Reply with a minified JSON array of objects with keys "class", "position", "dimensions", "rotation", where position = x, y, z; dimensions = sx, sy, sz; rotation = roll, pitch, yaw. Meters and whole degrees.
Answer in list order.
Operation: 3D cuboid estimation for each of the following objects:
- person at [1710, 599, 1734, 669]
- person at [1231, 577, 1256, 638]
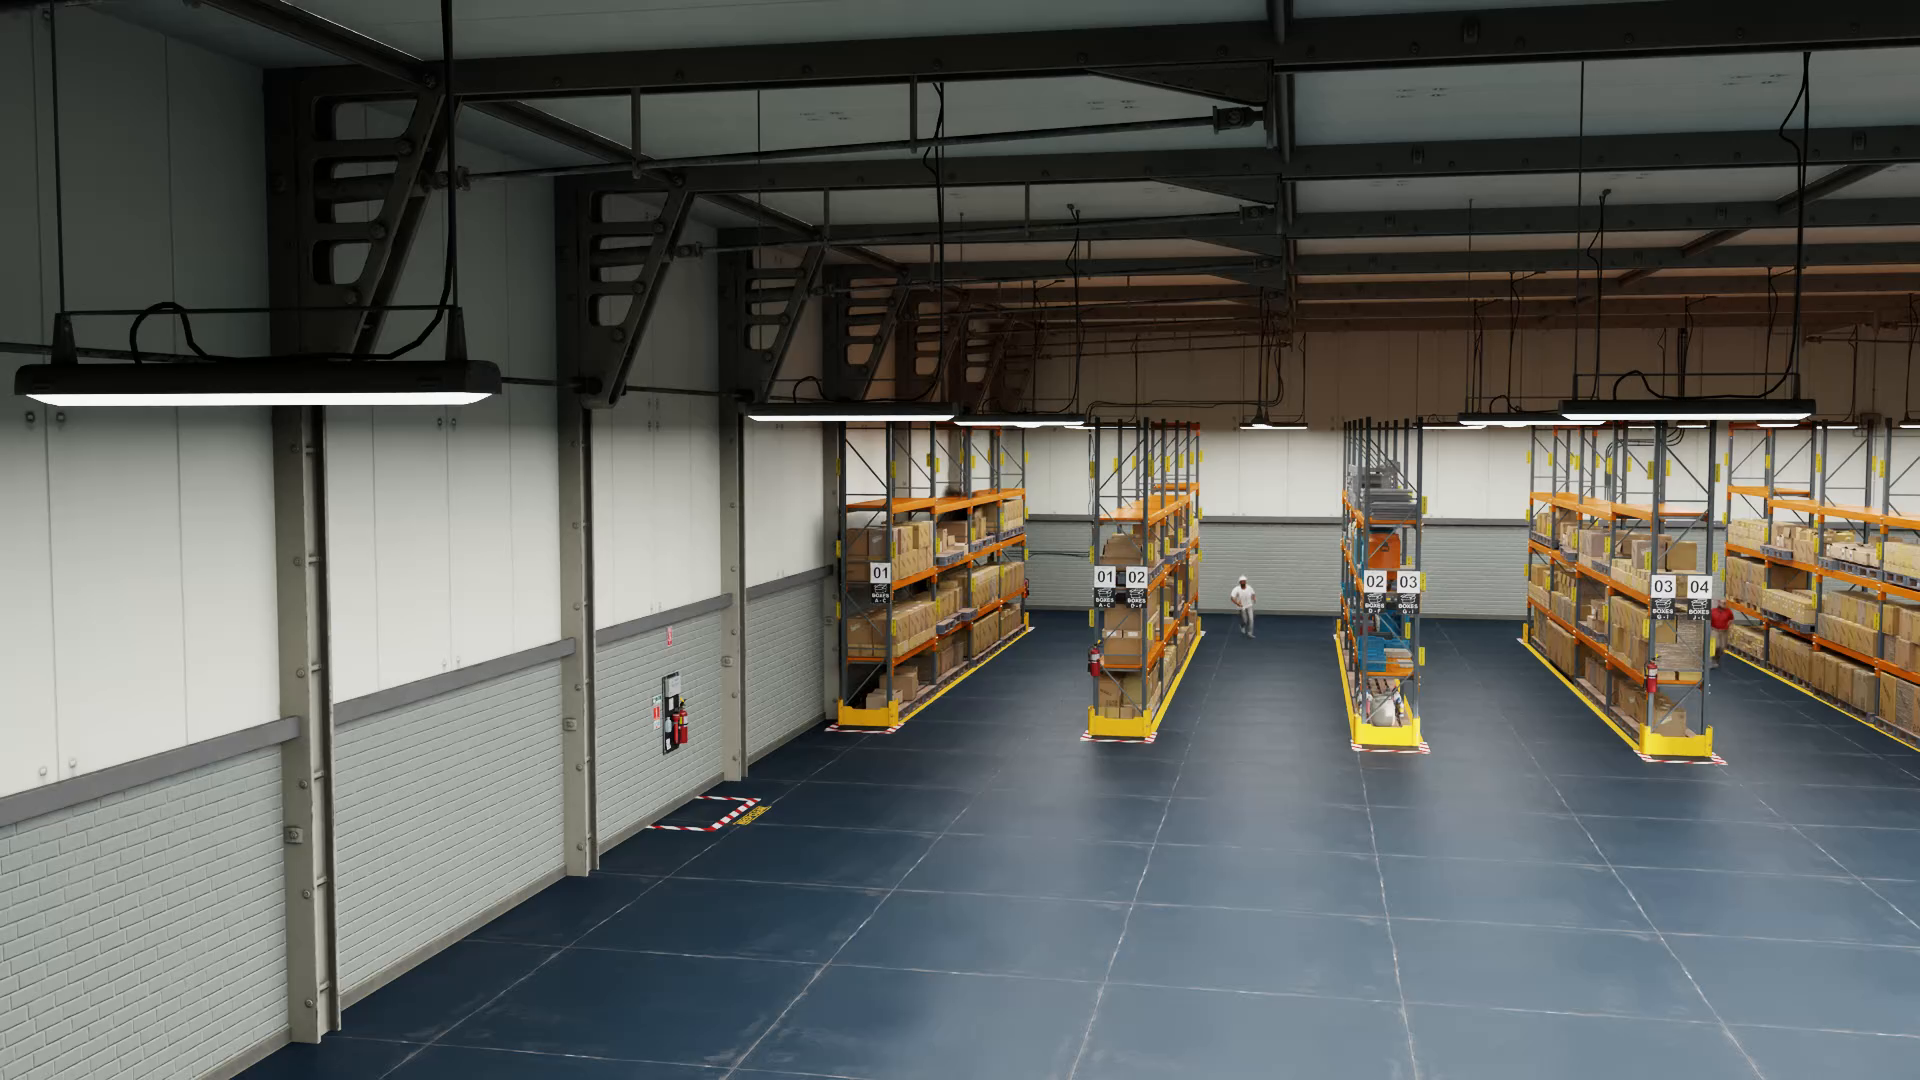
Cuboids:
[{"class":"person","position":[18.349,2.270,40.165],"dimensions":[0.651,1.711,0.725],"rotation":[0,4,6]},{"class":"person","position":[7.923,1.862,46.487],"dimensions":[0.733,1.702,0.646],"rotation":[-1,4,-16]}]
